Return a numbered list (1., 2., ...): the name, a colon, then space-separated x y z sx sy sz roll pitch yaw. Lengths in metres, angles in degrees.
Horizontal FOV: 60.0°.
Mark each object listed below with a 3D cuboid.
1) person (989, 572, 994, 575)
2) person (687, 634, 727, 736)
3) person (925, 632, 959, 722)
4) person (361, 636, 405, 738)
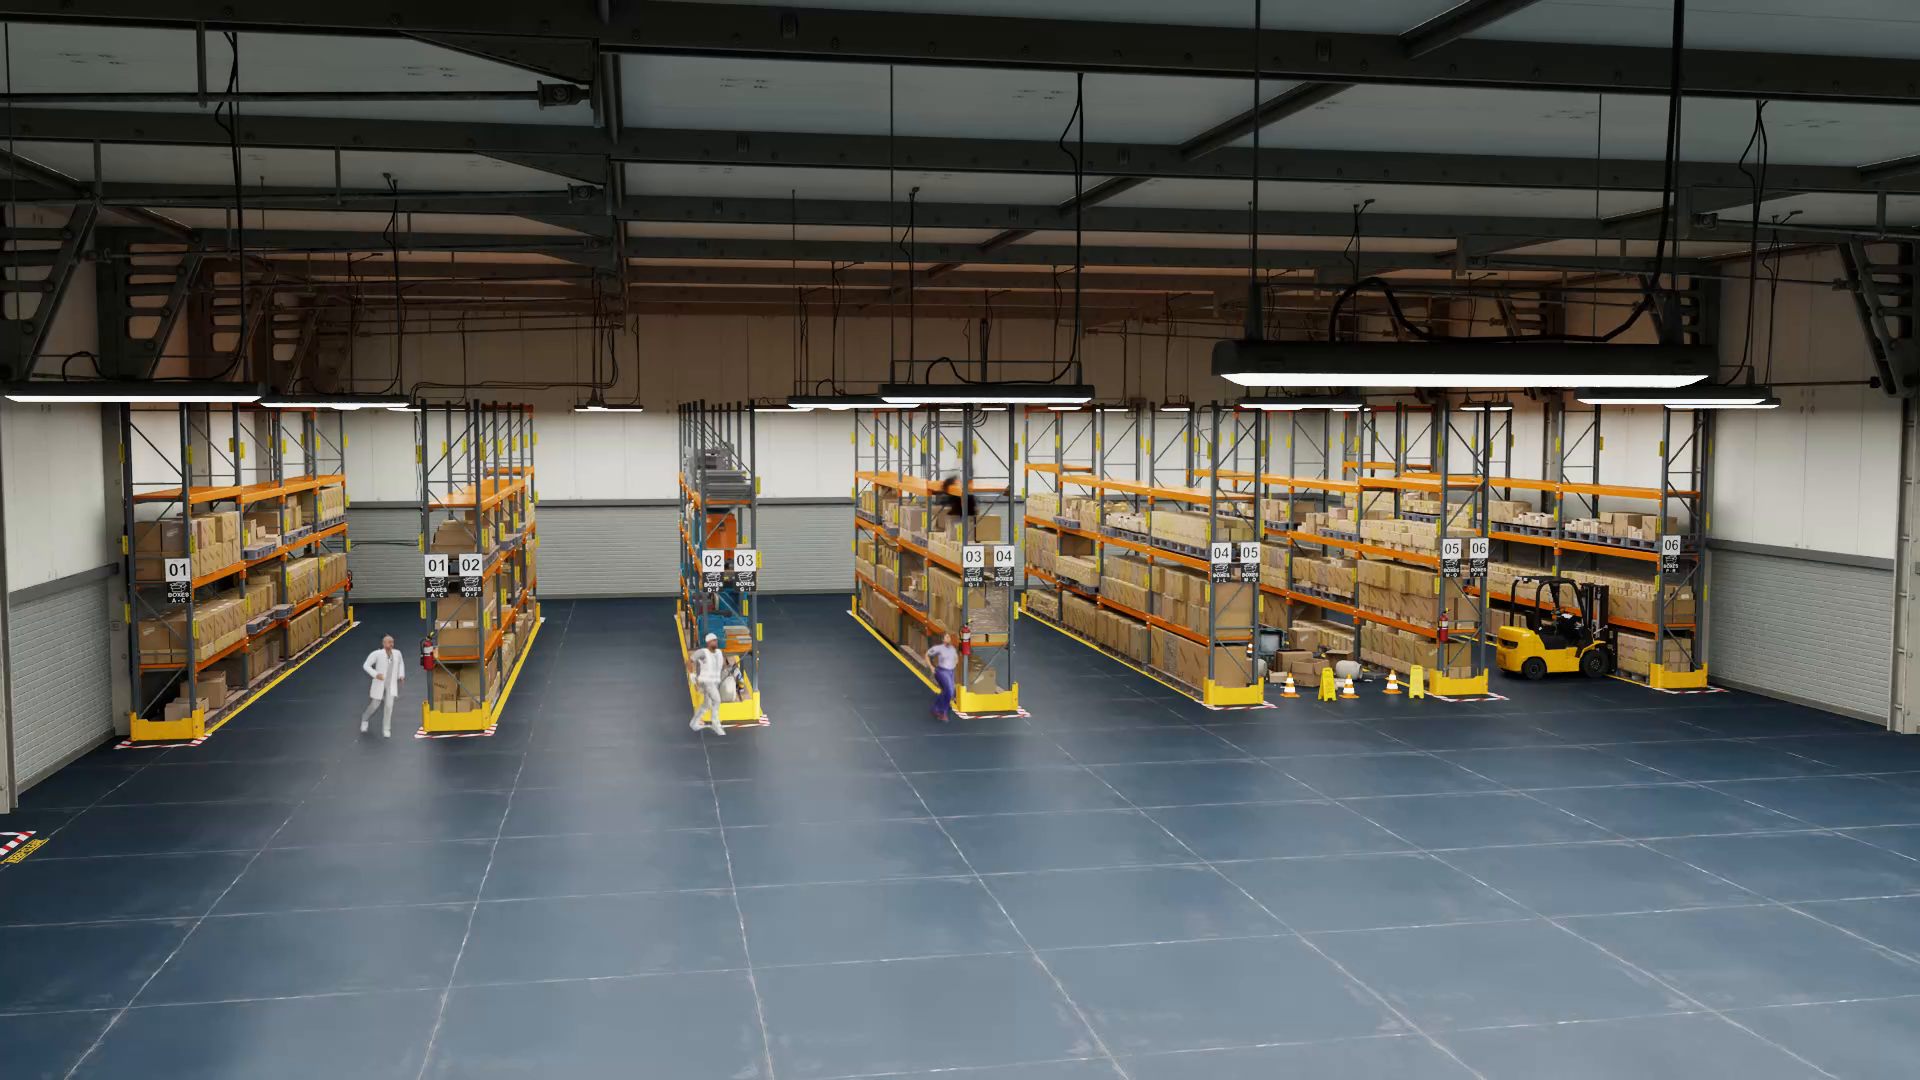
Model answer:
1. person: 0.893 1.353 46.694 0.691 1.705 0.644 -1 4 -12
2. person: -4.452 2.574 29.893 0.828 1.773 0.705 2 5 29
3. person: -0.274 2.580 31.210 0.631 1.676 0.603 3 5 38
4. person: -10.252 2.592 29.721 0.770 1.739 1.049 -3 5 -38
